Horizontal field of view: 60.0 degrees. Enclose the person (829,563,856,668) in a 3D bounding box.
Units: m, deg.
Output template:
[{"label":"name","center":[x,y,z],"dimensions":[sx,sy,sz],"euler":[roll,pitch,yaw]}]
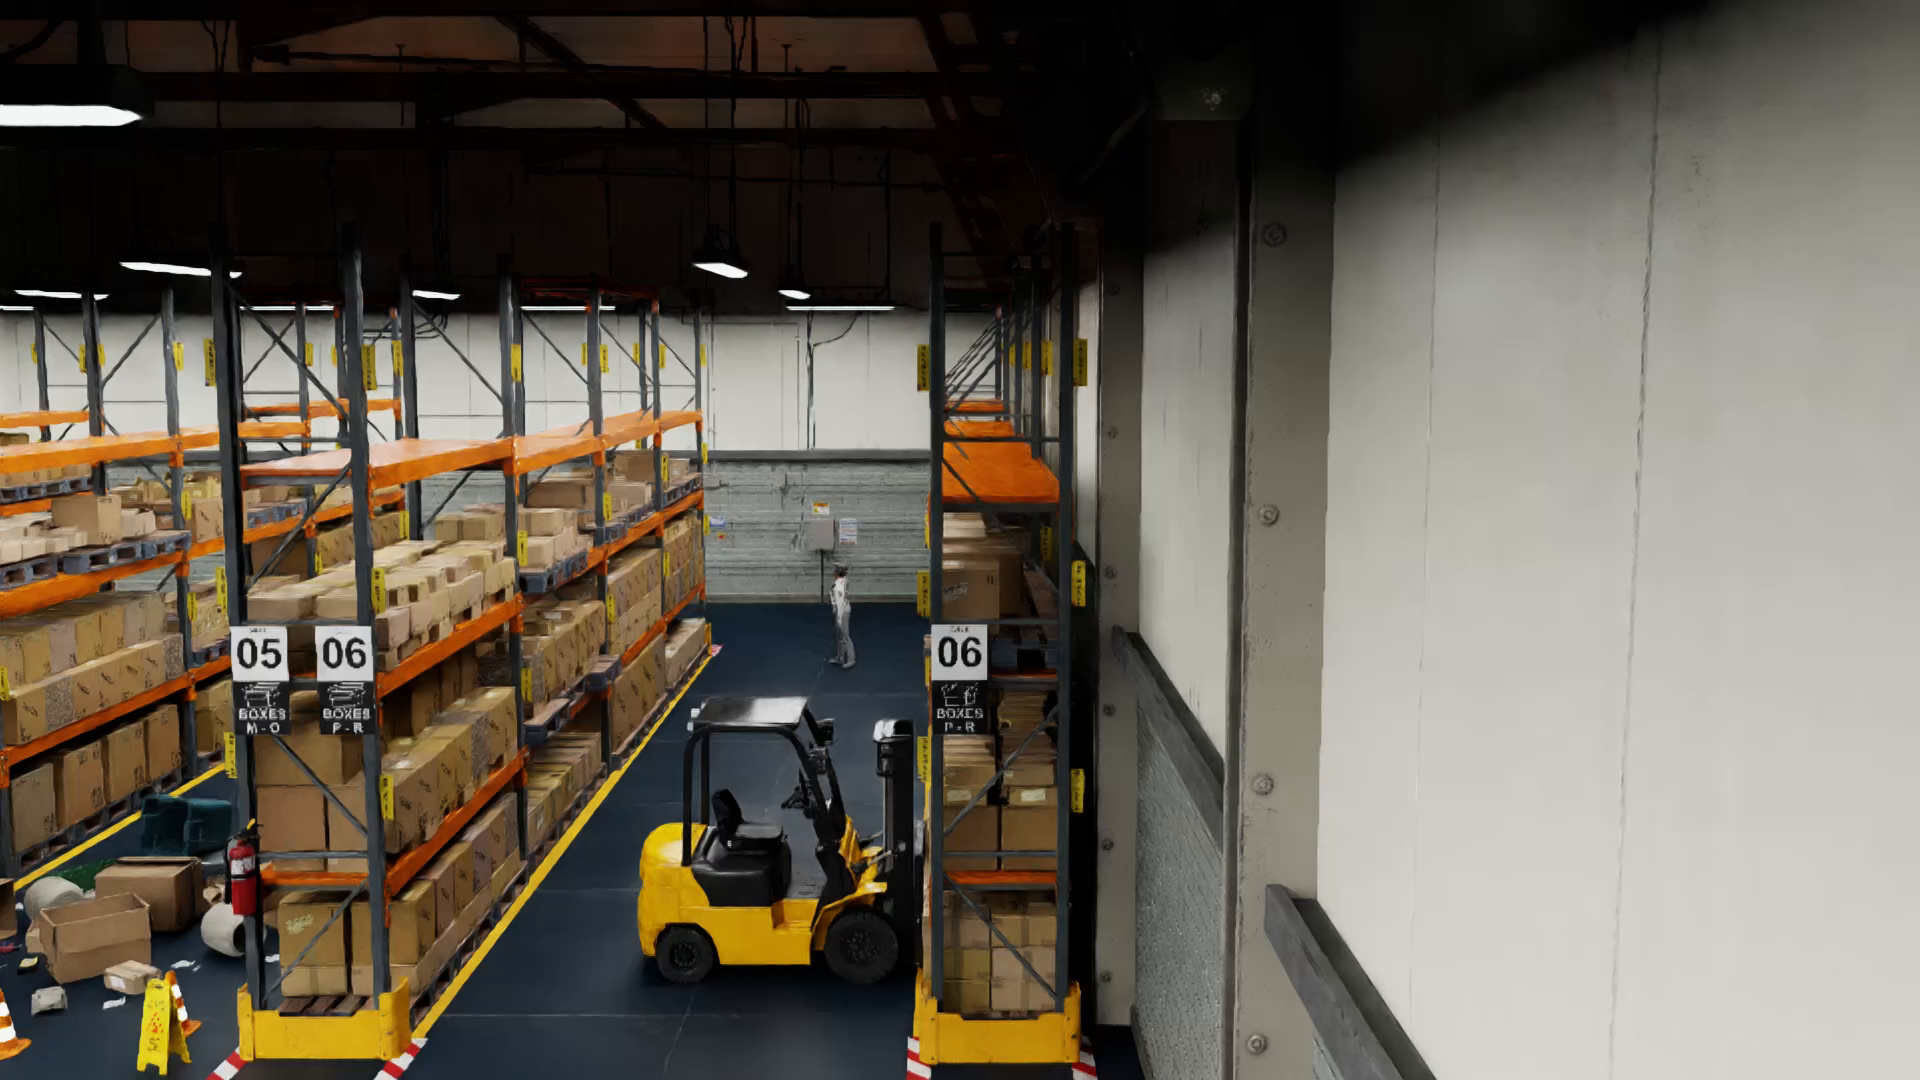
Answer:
[{"label":"person","center":[-1.917,1.200,26.905],"dimensions":[0.483,1.662,0.642],"euler":[1,7,5]}]
